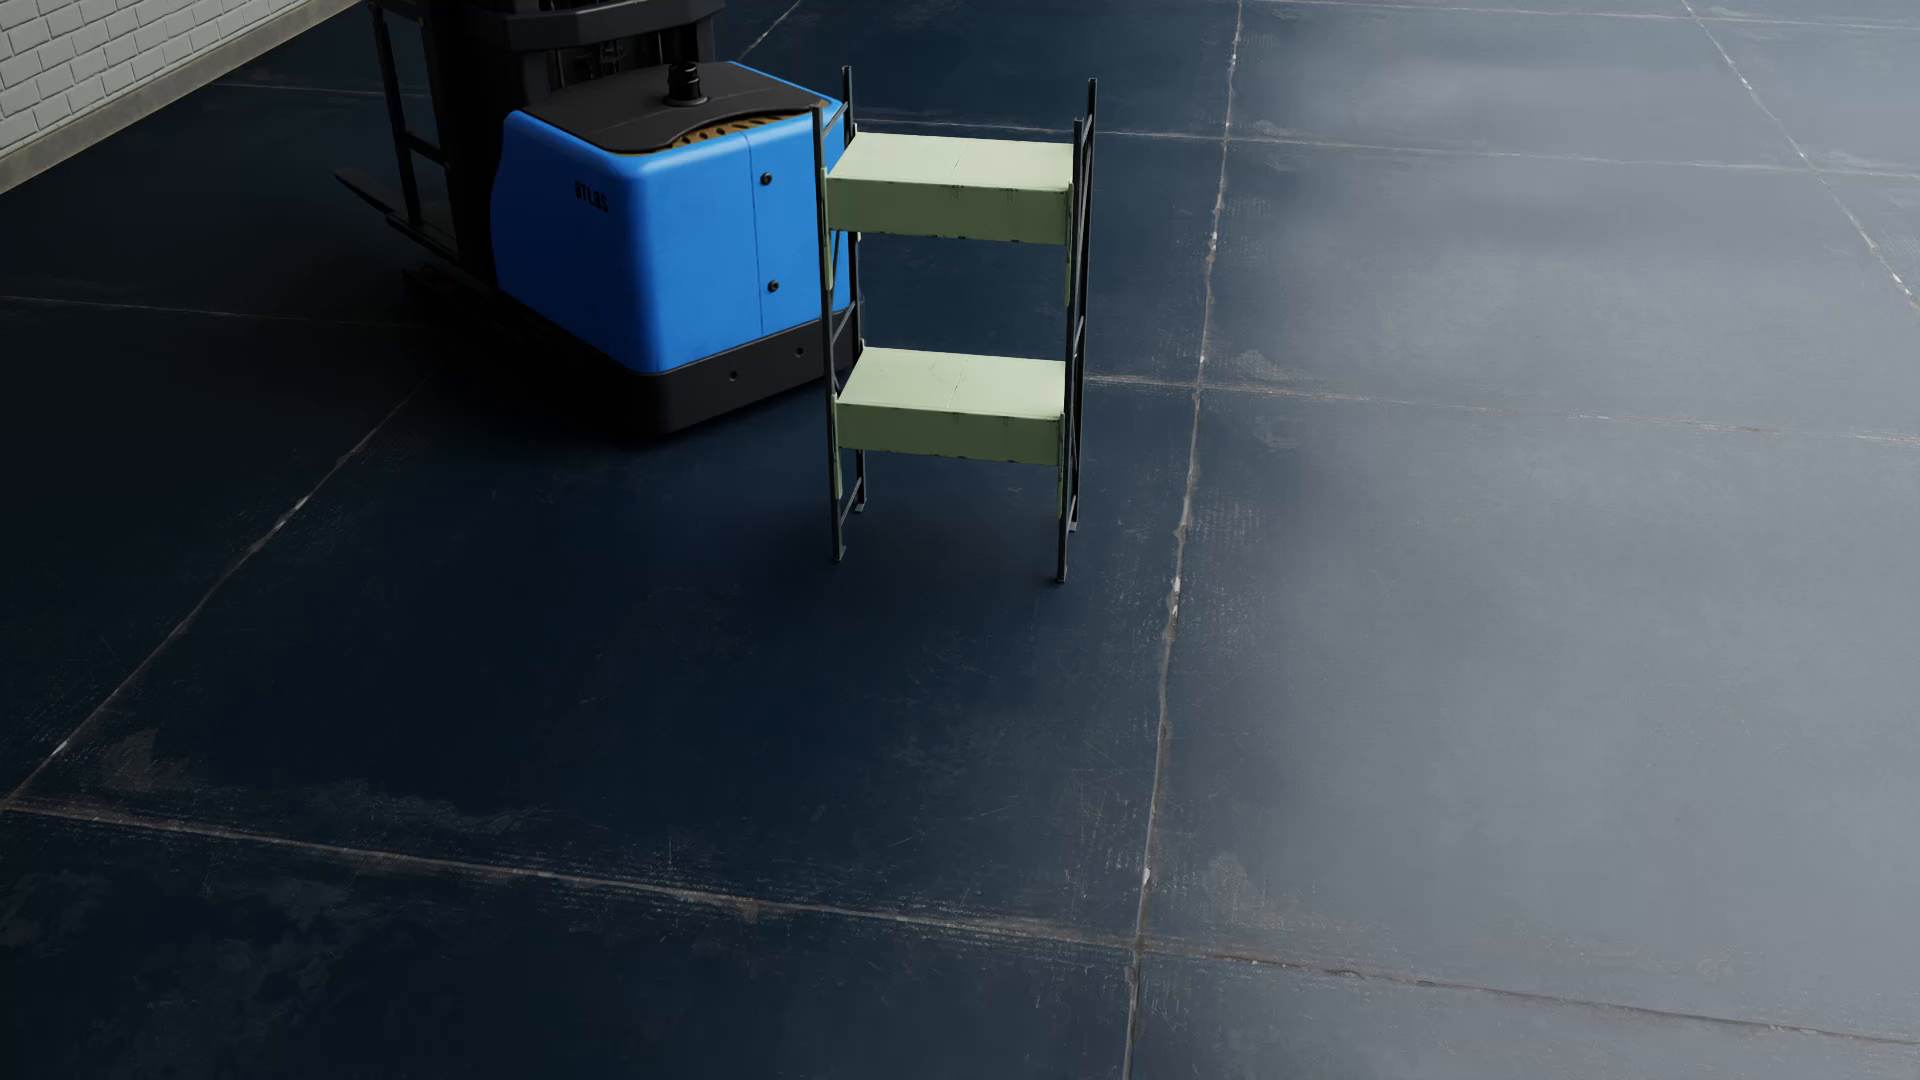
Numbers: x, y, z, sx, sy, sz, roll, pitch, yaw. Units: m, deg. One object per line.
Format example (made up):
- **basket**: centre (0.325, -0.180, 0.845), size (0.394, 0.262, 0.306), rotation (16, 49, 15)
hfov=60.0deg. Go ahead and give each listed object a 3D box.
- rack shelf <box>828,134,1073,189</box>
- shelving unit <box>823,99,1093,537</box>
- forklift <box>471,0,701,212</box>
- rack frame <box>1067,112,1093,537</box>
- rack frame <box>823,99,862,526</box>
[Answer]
- **rack shelf**: centre (-0.007, -1.080, 4.844), size (0.686, 0.052, 0.368), rotation (5, 32, 8)
- **shelving unit**: centre (-0.007, -0.636, 5.121), size (0.742, 1.308, 0.380), rotation (5, 32, 8)
- **forklift**: centre (-1.714, -2.324, 6.470), size (1.109, 2.935, 3.031), rotation (-25, 40, -34)
- **rack frame**: centre (0.354, -0.603, 5.069), size (0.010, 1.308, 0.380), rotation (5, 32, 8)
- **rack frame**: centre (-0.368, -0.668, 5.173), size (0.010, 1.308, 0.380), rotation (5, 32, 8)
